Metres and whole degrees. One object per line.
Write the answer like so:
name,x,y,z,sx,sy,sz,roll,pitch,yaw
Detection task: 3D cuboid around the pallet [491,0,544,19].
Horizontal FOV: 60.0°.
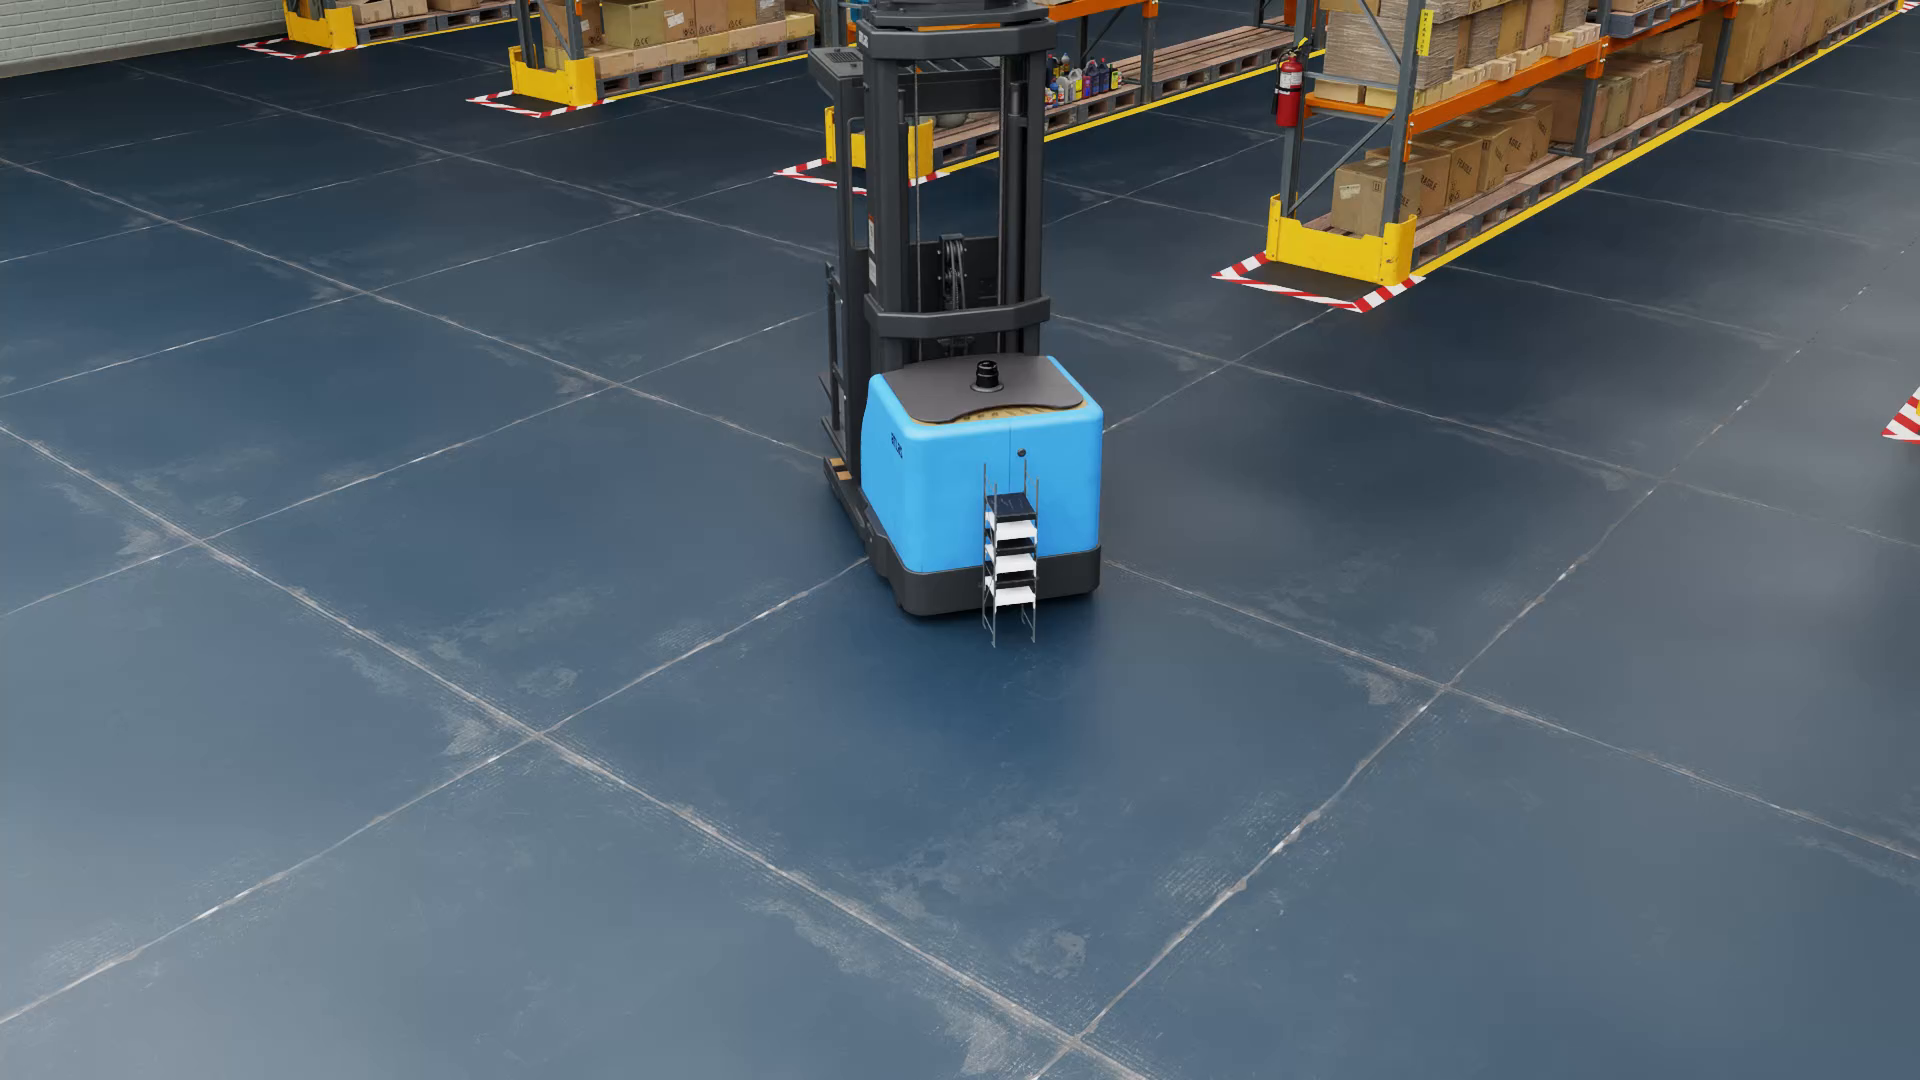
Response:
pallet,-6.307,-7.801,24.100,1.003,0.211,1.213,21,34,34

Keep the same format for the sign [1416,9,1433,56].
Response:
sign,3.434,-3.753,12.298,0.100,0.325,0.005,21,34,34

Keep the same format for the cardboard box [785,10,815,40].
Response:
cardboard box,-2.209,-6.579,21.238,0.500,0.250,0.500,21,34,34

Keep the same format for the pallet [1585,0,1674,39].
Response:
pallet,6.158,-5.088,16.030,1.003,0.211,1.213,21,34,34

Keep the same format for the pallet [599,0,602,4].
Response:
pallet,-5.413,-8.326,25.115,1.003,0.211,1.213,21,34,34

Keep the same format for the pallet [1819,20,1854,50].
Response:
pallet,11.192,-6.790,22.145,1.003,0.211,1.213,21,34,34

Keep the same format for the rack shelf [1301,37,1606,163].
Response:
rack shelf,4.287,-3.917,14.339,1.077,0.370,4.000,21,34,34

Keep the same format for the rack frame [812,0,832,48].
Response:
rack frame,-2.082,-7.842,21.144,1.000,3.000,0.127,21,34,34

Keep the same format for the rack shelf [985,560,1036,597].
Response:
rack shelf,0.243,0.178,8.195,0.200,0.077,0.258,-6,28,-11

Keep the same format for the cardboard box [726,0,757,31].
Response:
cardboard box,-2.851,-6.560,20.385,0.500,0.500,0.500,21,34,34

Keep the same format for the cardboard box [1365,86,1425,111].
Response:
cardboard box,3.380,-3.447,12.922,0.380,0.149,0.250,21,34,34

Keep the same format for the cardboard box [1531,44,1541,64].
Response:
cardboard box,4.816,-4.243,14.460,0.380,0.149,0.250,21,34,34

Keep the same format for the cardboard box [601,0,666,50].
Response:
cardboard box,-3.797,-6.025,19.351,0.500,0.500,0.500,21,34,34

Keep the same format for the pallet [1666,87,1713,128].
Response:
pallet,7.605,-4.848,18.392,1.003,0.211,1.213,21,34,34

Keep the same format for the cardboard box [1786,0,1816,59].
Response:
cardboard box,9.688,-6.475,20.356,1.225,0.875,0.875,19,33,33

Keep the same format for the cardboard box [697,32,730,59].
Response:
cardboard box,-3.159,-6.045,20.207,0.500,0.250,0.500,21,34,34

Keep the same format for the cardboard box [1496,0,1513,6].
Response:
cardboard box,4.215,-4.616,13.387,0.500,0.500,0.500,21,34,34

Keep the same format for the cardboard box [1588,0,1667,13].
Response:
cardboard box,6.173,-5.639,15.776,1.000,1.000,1.000,21,34,35

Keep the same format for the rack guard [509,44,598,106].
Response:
rack guard,-4.642,-5.305,18.960,1.175,0.500,0.348,21,34,34

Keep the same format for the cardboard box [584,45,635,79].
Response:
cardboard box,-4.114,-5.514,19.179,0.500,0.250,0.500,21,34,34

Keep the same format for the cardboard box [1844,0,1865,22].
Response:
cardboard box,11.702,-7.554,22.443,0.875,0.875,0.875,21,34,34

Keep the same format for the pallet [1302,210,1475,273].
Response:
pallet,3.607,-2.593,14.033,1.003,0.211,1.213,21,34,34

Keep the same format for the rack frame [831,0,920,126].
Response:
rack frame,-0.807,-4.975,15.601,1.000,3.000,0.127,21,34,34

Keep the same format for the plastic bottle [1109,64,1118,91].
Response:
plastic bottle,1.686,-5.115,18.350,0.061,0.283,0.133,23,35,37

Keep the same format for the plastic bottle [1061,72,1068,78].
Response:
plastic bottle,1.127,-4.907,17.949,0.061,0.283,0.133,21,34,34

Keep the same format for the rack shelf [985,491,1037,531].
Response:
rack shelf,0.243,-0.142,8.030,0.200,0.077,0.258,-6,28,-11

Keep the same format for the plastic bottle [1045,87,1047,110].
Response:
plastic bottle,0.868,-4.667,17.497,0.097,0.271,0.097,0,27,0

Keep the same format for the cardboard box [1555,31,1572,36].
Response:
cardboard box,5.278,-4.515,14.986,0.380,0.149,0.250,21,34,34

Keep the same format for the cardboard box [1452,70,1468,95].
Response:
cardboard box,3.868,-3.709,13.428,0.380,0.149,0.250,21,34,34

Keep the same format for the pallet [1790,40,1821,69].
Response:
pallet,10.215,-6.247,21.097,1.003,0.211,1.213,21,34,34

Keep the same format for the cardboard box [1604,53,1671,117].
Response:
cardboard box,6.994,-4.802,17.509,0.700,0.500,0.500,24,36,38

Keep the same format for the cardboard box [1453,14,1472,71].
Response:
cardboard box,3.611,-4.103,13.484,0.875,0.500,0.500,21,34,34

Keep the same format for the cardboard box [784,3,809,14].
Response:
cardboard box,-2.042,-7.039,22.127,0.500,0.250,0.500,20,34,34

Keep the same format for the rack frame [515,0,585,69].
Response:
rack frame,-4.627,-6.424,18.402,1.000,3.000,0.127,21,34,34

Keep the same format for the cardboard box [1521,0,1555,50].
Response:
cardboard box,4.640,-4.607,14.457,0.875,0.500,0.500,21,34,34

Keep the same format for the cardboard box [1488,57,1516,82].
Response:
cardboard box,4.409,-3.950,13.895,0.380,0.149,0.250,21,34,34

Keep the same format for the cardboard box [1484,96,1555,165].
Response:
cardboard box,5.274,-3.891,15.771,0.500,0.500,0.500,20,33,33

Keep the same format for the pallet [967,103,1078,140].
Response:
pallet,0.502,-4.494,17.707,1.003,0.211,1.213,21,34,34

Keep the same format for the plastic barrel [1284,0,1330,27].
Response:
plastic barrel,4.580,-7.212,21.831,0.600,0.830,0.708,21,34,34

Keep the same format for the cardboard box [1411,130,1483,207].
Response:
cardboard box,4.192,-3.258,14.547,0.500,0.500,0.500,25,36,39

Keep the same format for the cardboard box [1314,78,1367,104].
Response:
cardboard box,3.037,-3.577,13.173,0.380,0.149,0.250,21,34,34

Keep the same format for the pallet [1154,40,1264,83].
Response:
pallet,2.983,-5.878,20.384,1.003,0.211,1.213,21,34,34

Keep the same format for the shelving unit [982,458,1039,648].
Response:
shelving unit,0.243,0.068,8.139,0.210,0.900,0.258,-6,28,-11

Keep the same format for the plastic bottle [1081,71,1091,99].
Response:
plastic bottle,1.357,-4.931,17.995,0.061,0.283,0.133,23,35,38

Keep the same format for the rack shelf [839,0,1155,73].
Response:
rack shelf,0.465,-5.364,17.137,1.077,0.370,4.000,21,34,34

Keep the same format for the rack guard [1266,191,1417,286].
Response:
rack guard,3.063,-2.444,13.430,1.175,0.500,0.348,21,34,34

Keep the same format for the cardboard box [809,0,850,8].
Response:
cardboard box,-1.627,-7.130,21.693,0.500,0.311,0.500,21,34,35

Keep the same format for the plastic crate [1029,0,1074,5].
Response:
plastic crate,0.900,-5.626,17.147,0.530,0.136,0.437,21,34,34

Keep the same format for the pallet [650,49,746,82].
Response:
pallet,-3.396,-5.899,20.423,1.003,0.211,1.213,21,34,34

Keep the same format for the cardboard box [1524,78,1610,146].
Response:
cardboard box,5.966,-4.242,16.427,0.700,0.500,0.500,18,32,31

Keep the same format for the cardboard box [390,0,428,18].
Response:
cardboard box,-7.579,-7.292,22.529,0.500,0.311,0.500,24,36,38

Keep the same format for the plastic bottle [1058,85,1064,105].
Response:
plastic bottle,1.062,-4.744,17.722,0.097,0.201,0.097,0,27,0

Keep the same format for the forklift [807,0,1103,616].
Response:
forklift,-0.176,-1.580,9.114,1.130,2.935,3.031,-8,28,-14

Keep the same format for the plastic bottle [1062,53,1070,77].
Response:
plastic bottle,1.196,-5.391,18.898,0.097,0.271,0.097,0,27,0
